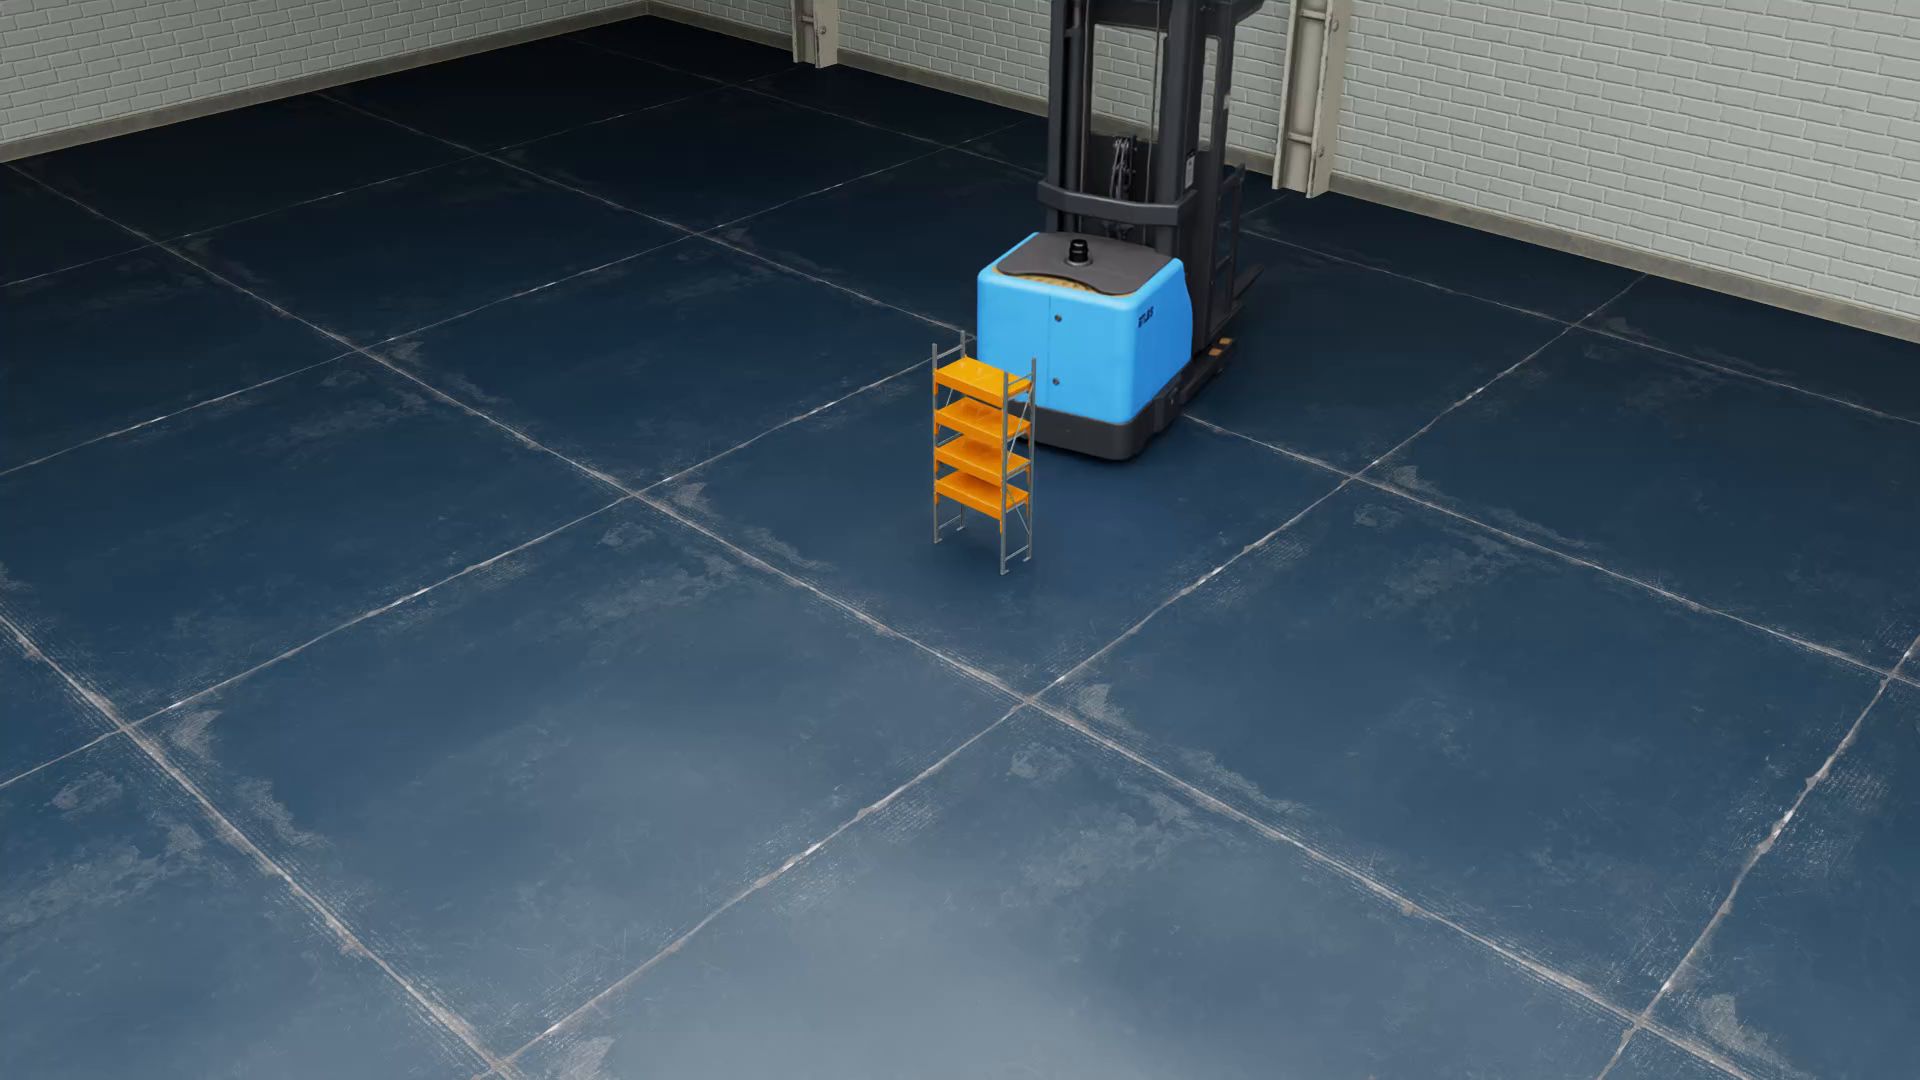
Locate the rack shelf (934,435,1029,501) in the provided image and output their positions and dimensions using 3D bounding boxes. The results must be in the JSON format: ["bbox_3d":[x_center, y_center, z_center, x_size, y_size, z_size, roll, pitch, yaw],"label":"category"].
[{"bbox_3d":[0.123,-0.399,8.880,0.480,0.148,0.258,25,39,35],"label":"rack shelf"}]

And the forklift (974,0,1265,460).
[{"bbox_3d":[1.223,-2.467,10.506,1.130,2.935,3.031,15,34,24],"label":"forklift"}]

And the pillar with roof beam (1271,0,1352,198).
[{"bbox_3d":[0.031,-5.220,9.196,0.400,9.000,9.100,25,39,35],"label":"pillar with roof beam"}]

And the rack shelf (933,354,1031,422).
[{"bbox_3d":[0.123,-0.793,8.643,0.480,0.148,0.258,25,39,35],"label":"rack shelf"}]

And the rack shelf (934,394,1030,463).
[{"bbox_3d":[0.123,-0.591,8.765,0.480,0.148,0.258,25,39,35],"label":"rack shelf"}]

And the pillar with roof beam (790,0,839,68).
[{"bbox_3d":[-4.418,-7.296,12.645,0.400,9.000,9.100,25,39,35],"label":"pillar with roof beam"}]

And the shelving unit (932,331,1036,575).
[{"bbox_3d":[0.123,-0.457,8.845,0.503,1.200,0.258,25,39,35],"label":"shelving unit"}]

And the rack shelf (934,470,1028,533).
[{"bbox_3d":[0.123,-0.229,8.982,0.480,0.148,0.258,25,39,35],"label":"rack shelf"}]

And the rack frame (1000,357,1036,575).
[{"bbox_3d":[0.304,-0.372,8.705,0.015,1.200,0.240,25,39,35],"label":"rack frame"}]

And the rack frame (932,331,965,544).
[{"bbox_3d":[-0.058,-0.541,8.986,0.015,1.200,0.240,25,39,35],"label":"rack frame"}]
